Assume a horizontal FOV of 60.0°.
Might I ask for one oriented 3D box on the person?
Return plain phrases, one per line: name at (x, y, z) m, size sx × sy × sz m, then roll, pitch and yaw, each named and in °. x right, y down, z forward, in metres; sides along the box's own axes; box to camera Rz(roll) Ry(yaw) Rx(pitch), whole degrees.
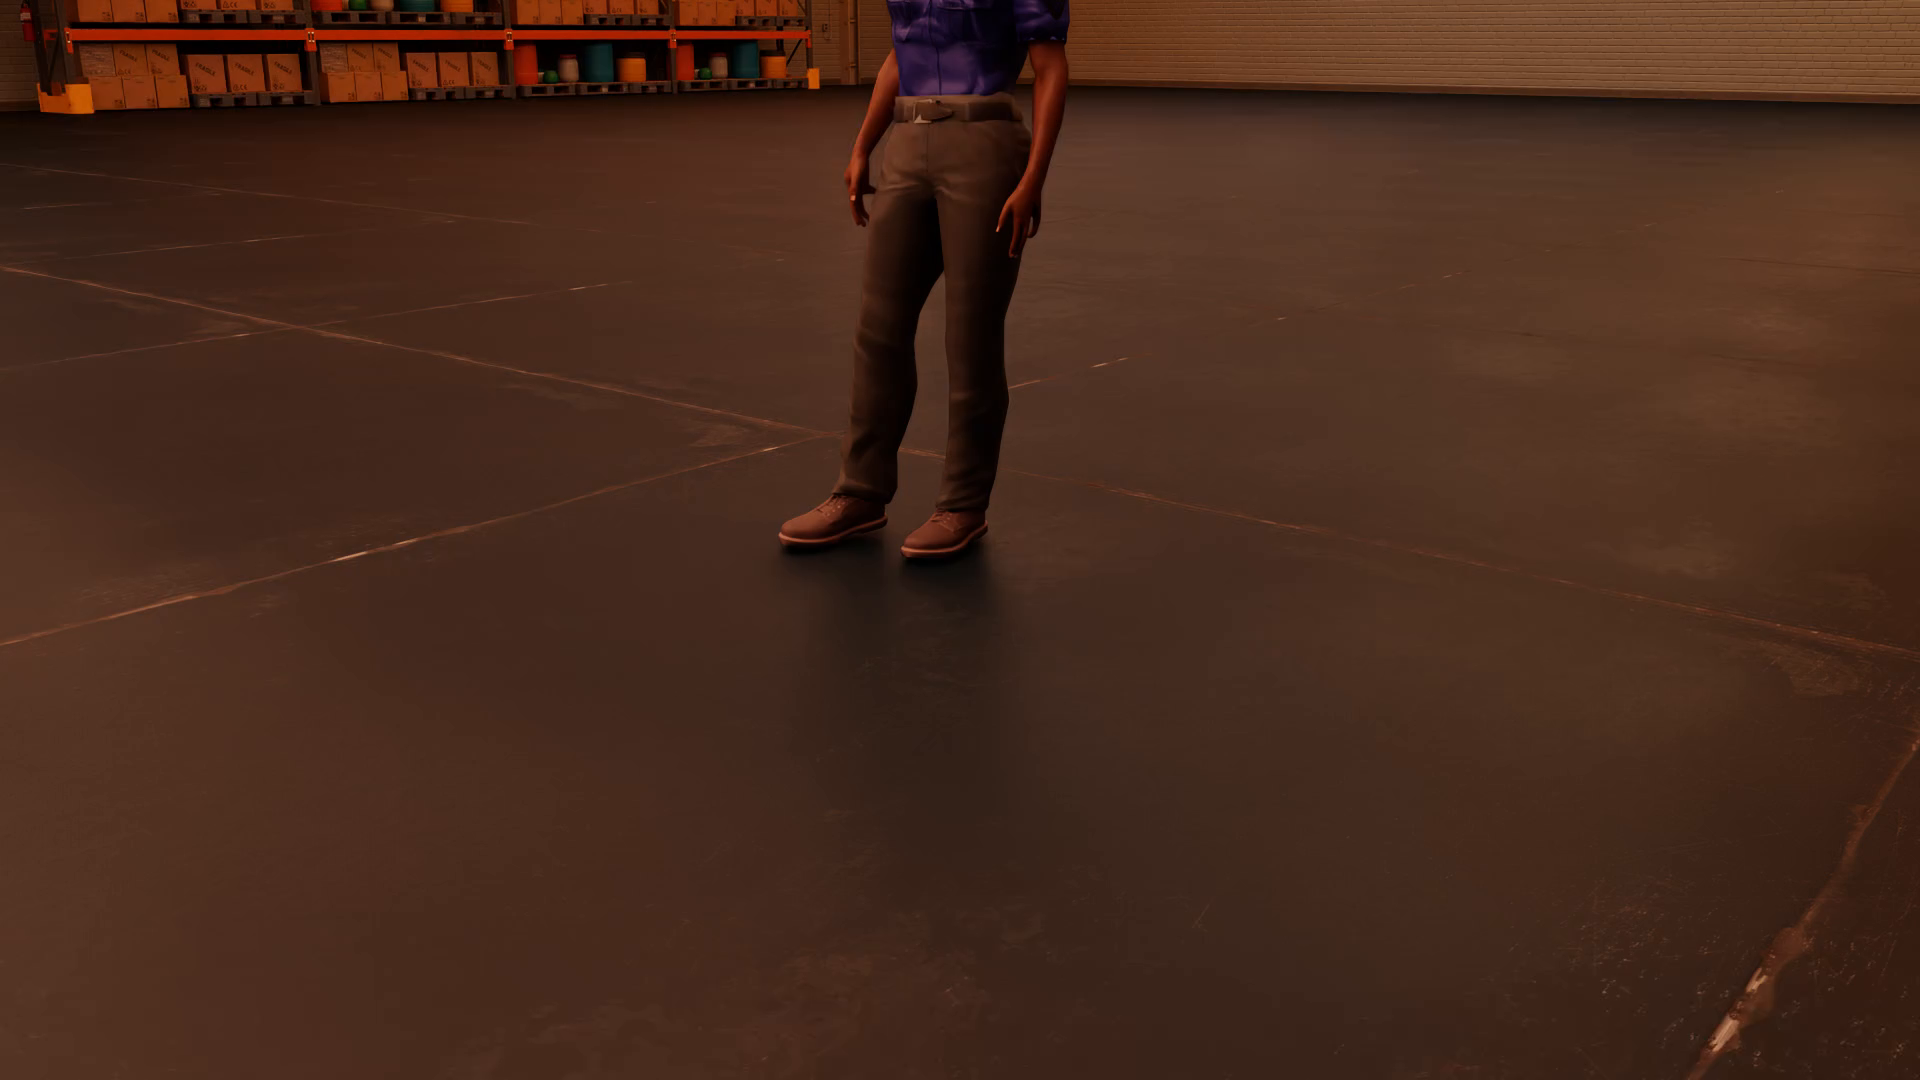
person at (-0.071, -0.783, 3.647) m, size 0.569 × 1.656 × 0.503 m, roll 13°, pitch 21°, yaw 37°
